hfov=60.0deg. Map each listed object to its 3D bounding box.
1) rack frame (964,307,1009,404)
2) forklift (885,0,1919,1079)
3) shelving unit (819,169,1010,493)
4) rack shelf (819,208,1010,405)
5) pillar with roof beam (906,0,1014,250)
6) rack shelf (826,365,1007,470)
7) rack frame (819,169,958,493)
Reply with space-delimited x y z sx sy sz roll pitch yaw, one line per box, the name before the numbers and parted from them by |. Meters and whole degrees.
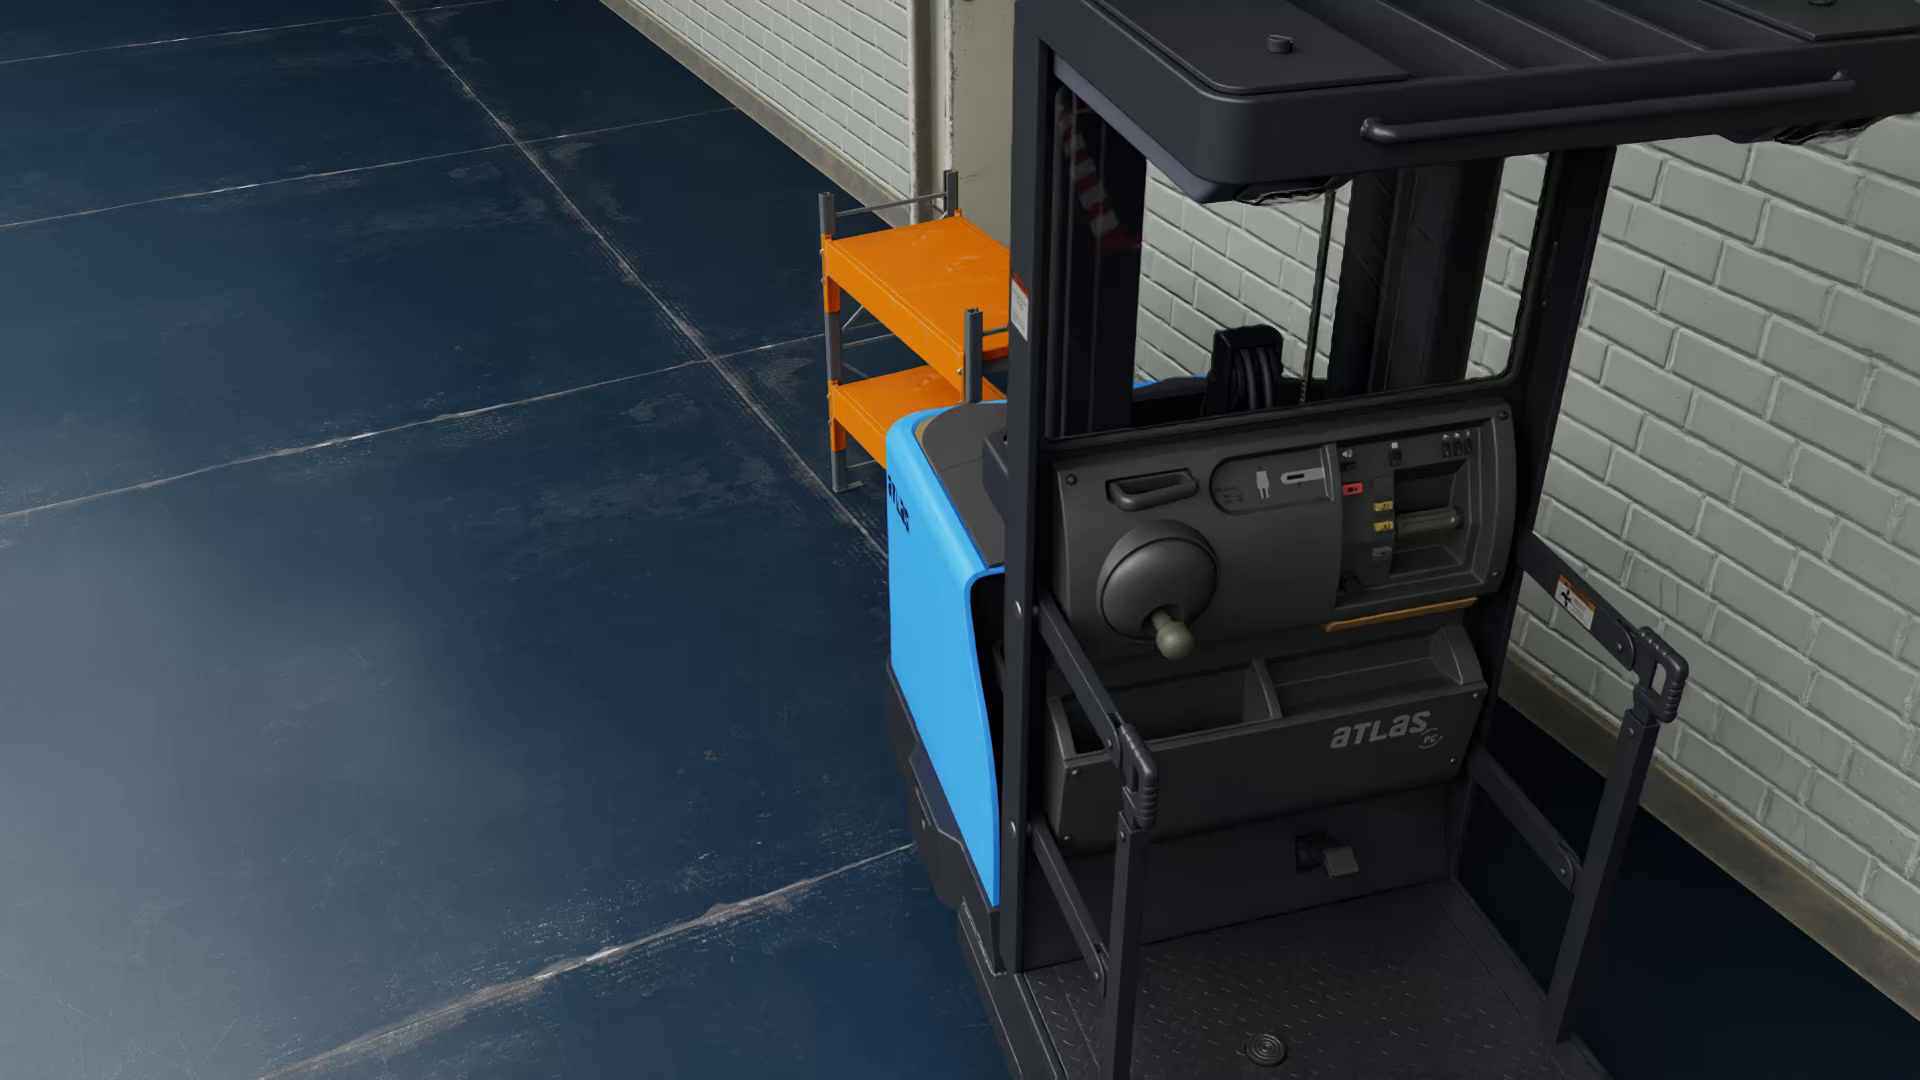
rack frame | 0.240 -0.228 5.063 0.500 1.125 0.032 -16 36 -23
forklift | 0.692 0.036 2.977 1.130 2.935 3.031 -9 34 -14
shelving unit | 0.003 -0.470 5.442 0.538 1.125 1.048 -16 36 -23
rack shelf | 0.003 -0.717 5.284 0.538 0.278 1.000 -16 36 -23
pillar with roof beam | -3.802 -3.757 3.272 9.100 9.000 0.400 -16 36 -23
rack shelf | 0.003 -0.265 5.573 0.538 0.278 1.000 -16 36 -23
rack frame | -0.234 -0.713 5.820 0.500 1.125 0.032 -16 36 -23
